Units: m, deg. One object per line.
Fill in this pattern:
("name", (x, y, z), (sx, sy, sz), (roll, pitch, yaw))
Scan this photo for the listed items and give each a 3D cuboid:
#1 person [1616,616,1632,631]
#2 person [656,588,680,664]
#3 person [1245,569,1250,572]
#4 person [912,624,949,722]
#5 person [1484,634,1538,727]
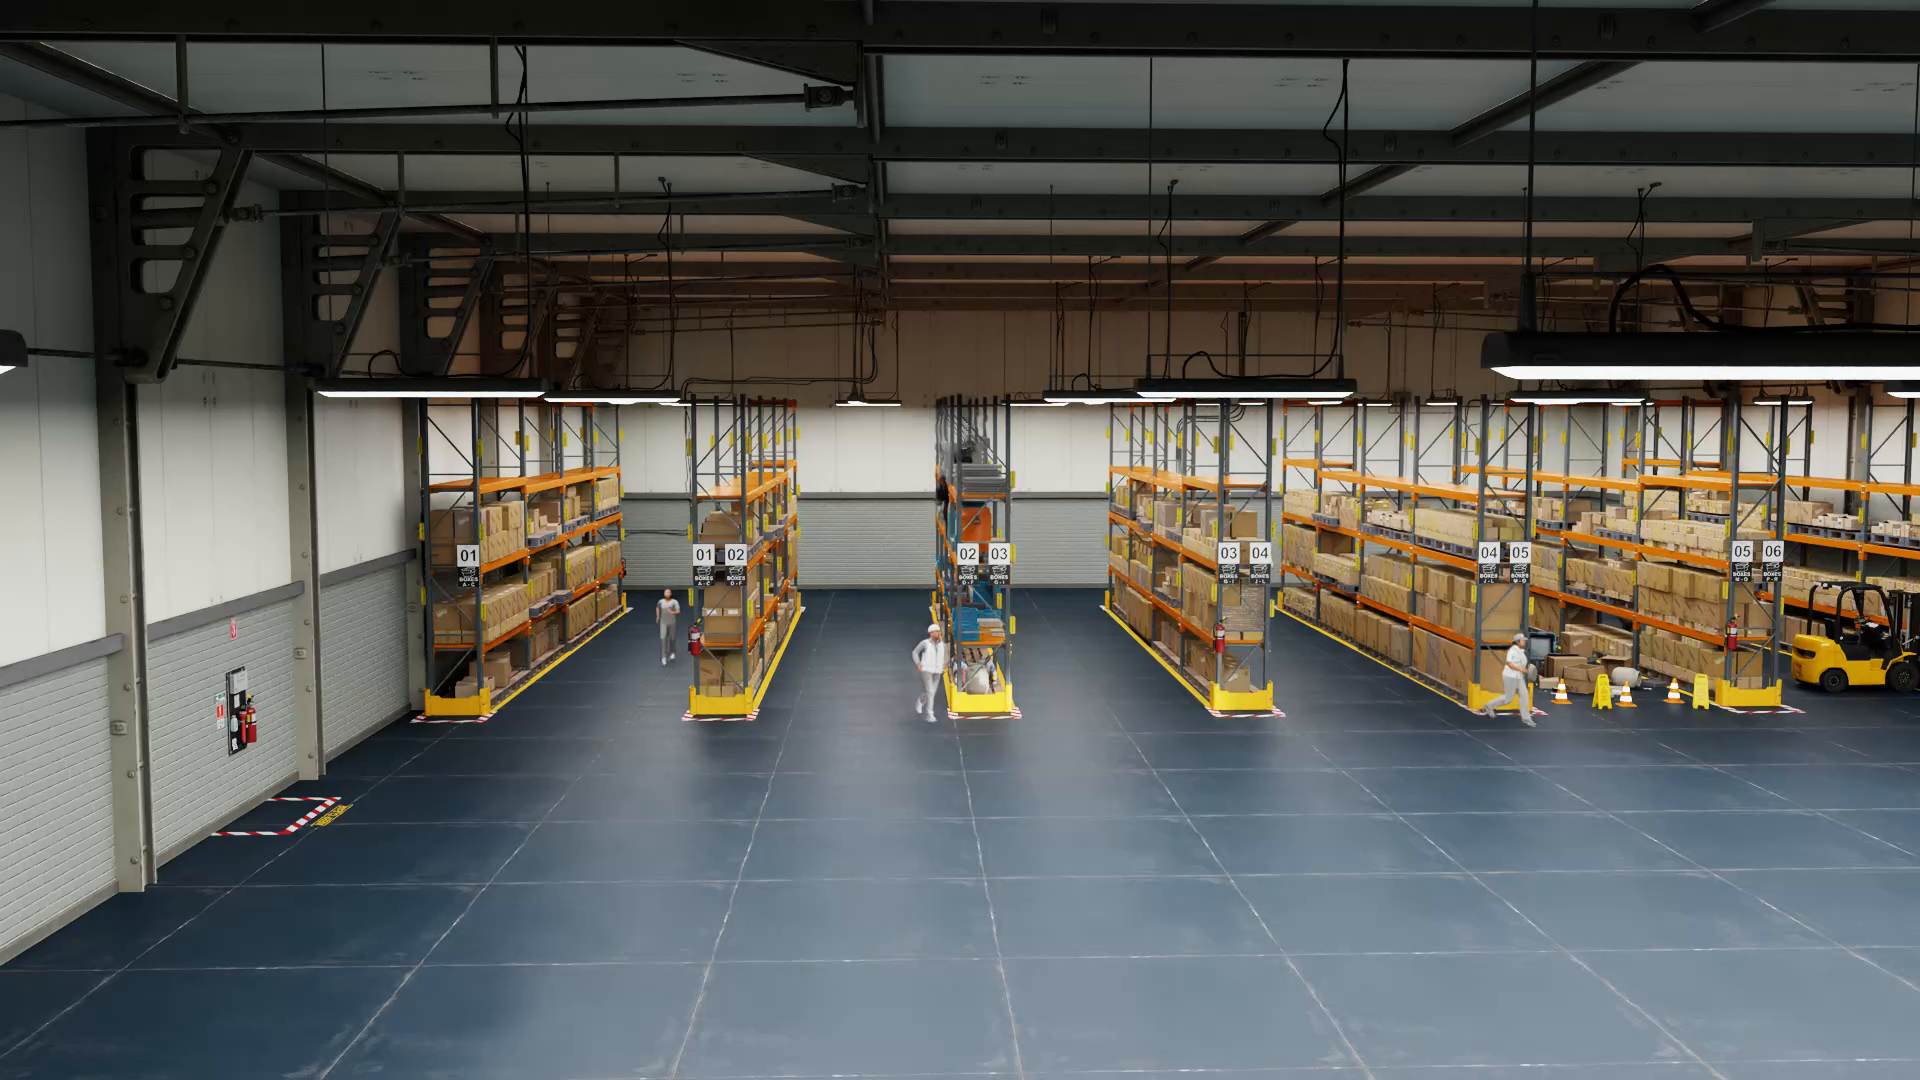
("person", (16.998, 1.552, 42.365), (0.663, 1.678, 0.697), (-1, 5, -10))
("person", (-6.585, 1.909, 37.505), (0.554, 1.682, 0.907), (0, 5, -3))
("person", (8.301, 1.045, 48.571), (1.088, 1.656, 0.745), (-1, 5, -18))
("person", (-0.526, 2.437, 30.799), (0.683, 1.762, 0.787), (-3, 5, -33))
("person", (10.033, 2.526, 30.220), (0.970, 1.669, 0.628), (3, 5, 34))
